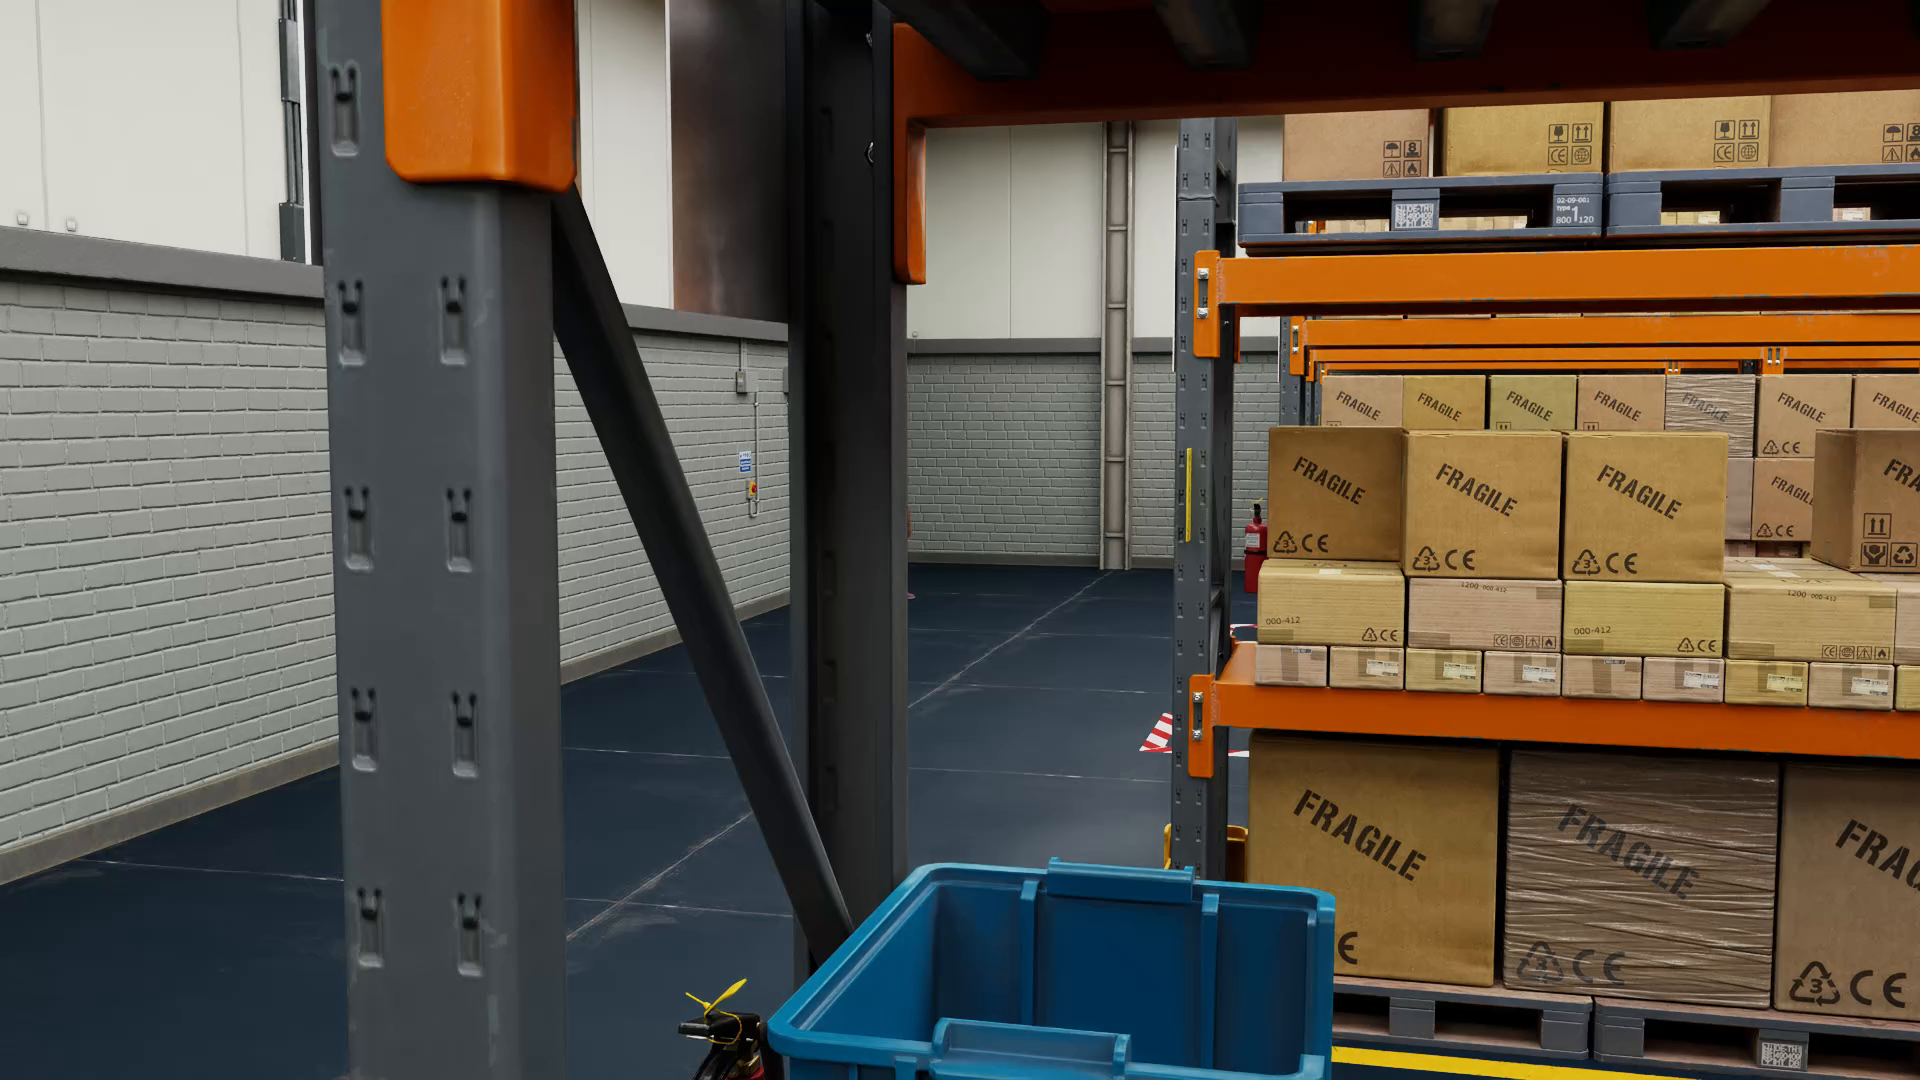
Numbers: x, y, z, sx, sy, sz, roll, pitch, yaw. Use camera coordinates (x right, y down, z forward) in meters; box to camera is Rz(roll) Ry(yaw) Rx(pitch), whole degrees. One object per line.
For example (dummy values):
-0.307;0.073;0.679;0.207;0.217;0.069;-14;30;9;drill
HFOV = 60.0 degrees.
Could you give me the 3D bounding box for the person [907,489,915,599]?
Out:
-0.795;-0.143;18.958;0.528;1.655;0.348;1;5;11;person
